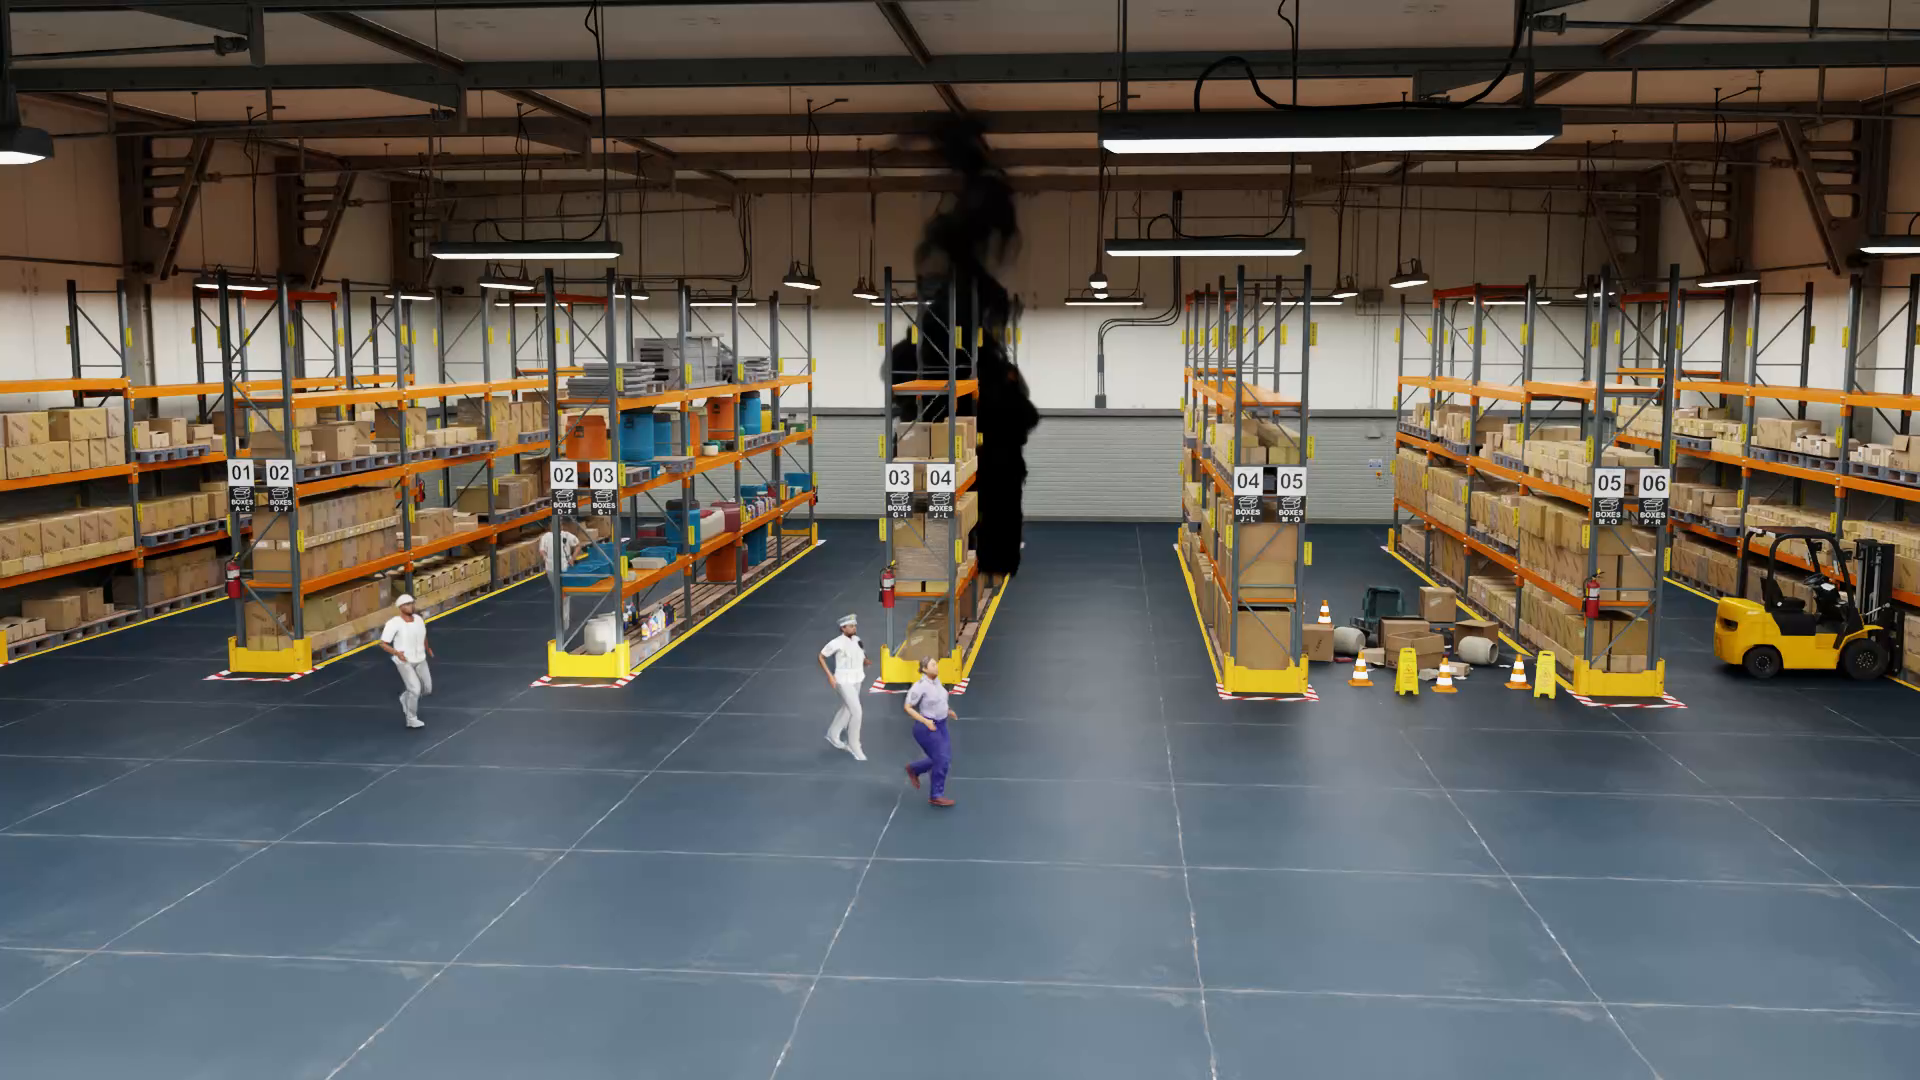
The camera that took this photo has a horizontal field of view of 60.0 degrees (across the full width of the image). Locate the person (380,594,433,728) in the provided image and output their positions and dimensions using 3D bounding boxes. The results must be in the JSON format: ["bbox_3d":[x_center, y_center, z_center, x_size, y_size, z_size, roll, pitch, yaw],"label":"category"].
[{"bbox_3d":[-7.118,1.551,21.456,0.608,1.718,0.697,5,8,35],"label":"person"}]

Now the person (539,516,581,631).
[{"bbox_3d":[-6.646,0.543,27.482,0.638,1.909,0.747,1,7,8],"label":"person"}]

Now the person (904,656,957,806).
[{"bbox_3d":[-0.334,2.039,17.936,0.659,1.598,0.597,4,8,30],"label":"person"}]

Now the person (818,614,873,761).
[{"bbox_3d":[-1.352,1.749,19.953,0.770,1.758,0.546,5,8,33],"label":"person"}]
